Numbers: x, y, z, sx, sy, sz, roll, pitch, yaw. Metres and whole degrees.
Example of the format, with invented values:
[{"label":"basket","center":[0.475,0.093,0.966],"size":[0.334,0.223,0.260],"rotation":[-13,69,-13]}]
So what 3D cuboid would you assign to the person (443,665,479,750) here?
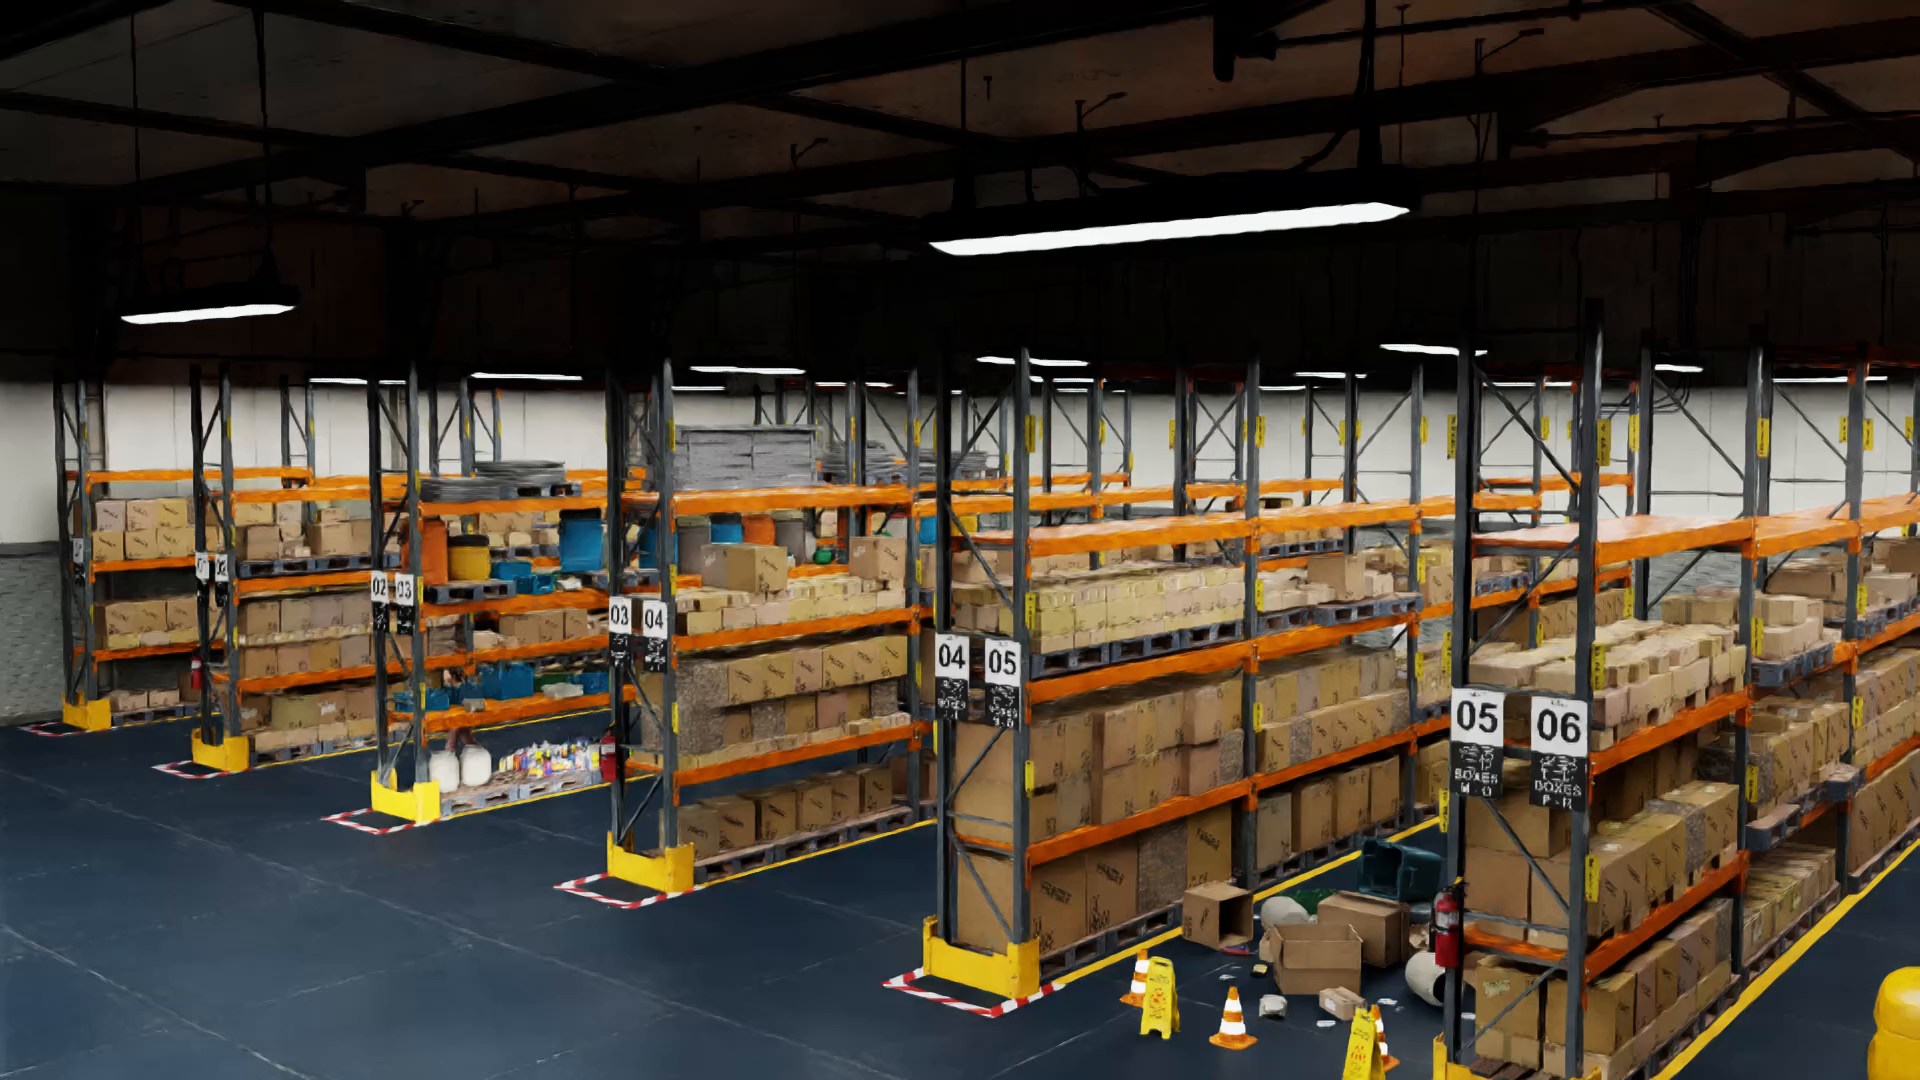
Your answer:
[{"label":"person","center":[-7.359,2.607,24.220],"size":[0.448,1.587,1.110],"rotation":[4,6,42]}]

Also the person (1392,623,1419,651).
[{"label":"person","center":[7.974,2.117,29.680],"size":[0.666,1.781,0.467],"rotation":[-2,5,-28]}]
